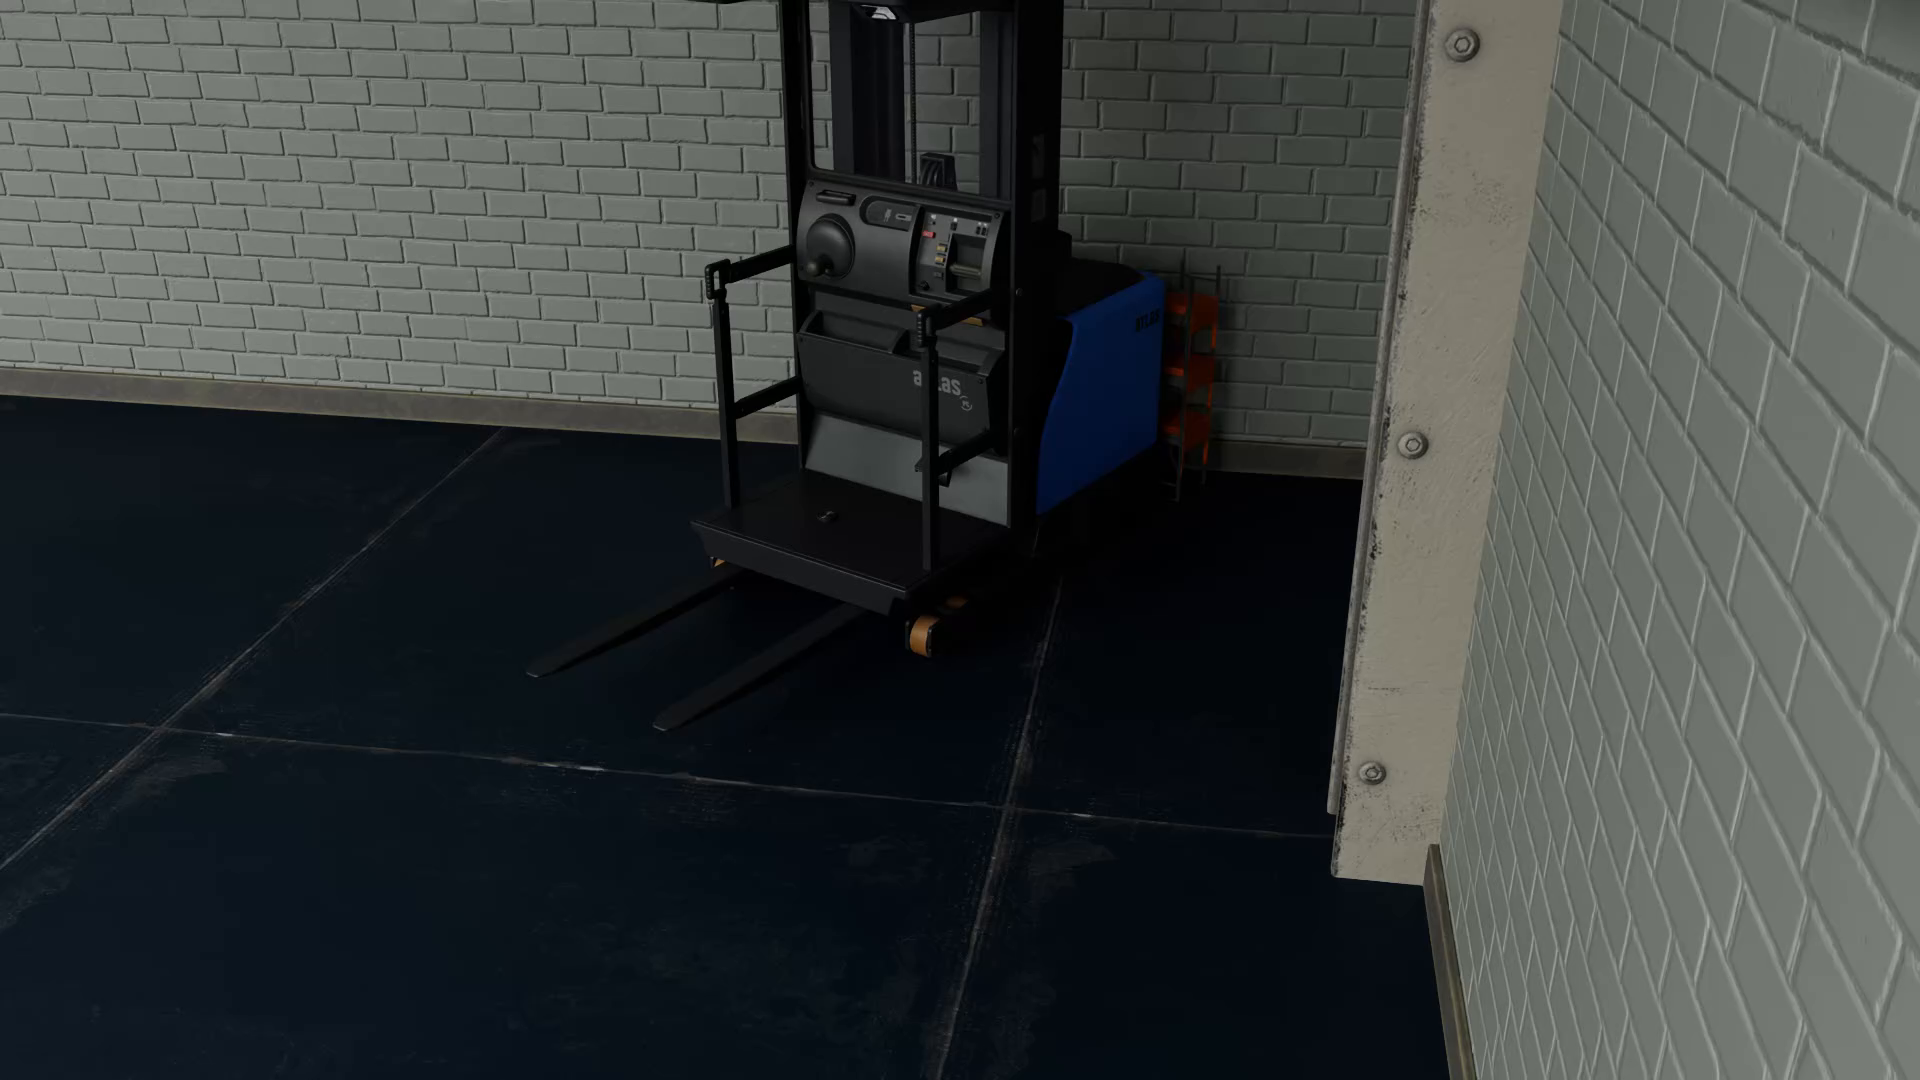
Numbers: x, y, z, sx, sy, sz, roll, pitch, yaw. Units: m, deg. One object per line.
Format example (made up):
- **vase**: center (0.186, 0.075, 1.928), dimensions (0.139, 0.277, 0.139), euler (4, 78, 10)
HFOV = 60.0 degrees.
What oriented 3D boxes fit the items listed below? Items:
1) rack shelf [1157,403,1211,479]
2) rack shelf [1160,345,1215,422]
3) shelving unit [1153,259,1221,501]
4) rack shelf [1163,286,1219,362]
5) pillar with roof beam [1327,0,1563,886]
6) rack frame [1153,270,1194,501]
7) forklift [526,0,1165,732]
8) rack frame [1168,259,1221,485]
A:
- **rack shelf**: center (0.998, -0.459, 7.670), dimensions (0.215, 0.259, 0.240), euler (18, 30, 33)
- **rack shelf**: center (1.000, -0.711, 7.554), dimensions (0.215, 0.259, 0.240), euler (18, 30, 33)
- **shelving unit**: center (1.000, -0.721, 7.549), dimensions (0.215, 1.050, 0.252), euler (18, 30, 33)
- **rack shelf**: center (1.001, -0.969, 7.435), dimensions (0.215, 0.259, 0.240), euler (18, 30, 33)
- **pillar with roof beam**: center (-2.931, -3.422, 3.946), dimensions (9.100, 9.000, 0.400), euler (4, 25, 9)
- **rack frame**: center (0.927, -0.680, 7.460), dimensions (0.200, 1.050, 0.008), euler (18, 30, 33)
- **forklift**: center (-0.359, -1.112, 6.168), dimensions (1.130, 2.935, 3.031), euler (17, 30, 31)
- **rack frame**: center (1.073, -0.761, 7.638), dimensions (0.200, 1.050, 0.008), euler (18, 30, 33)
